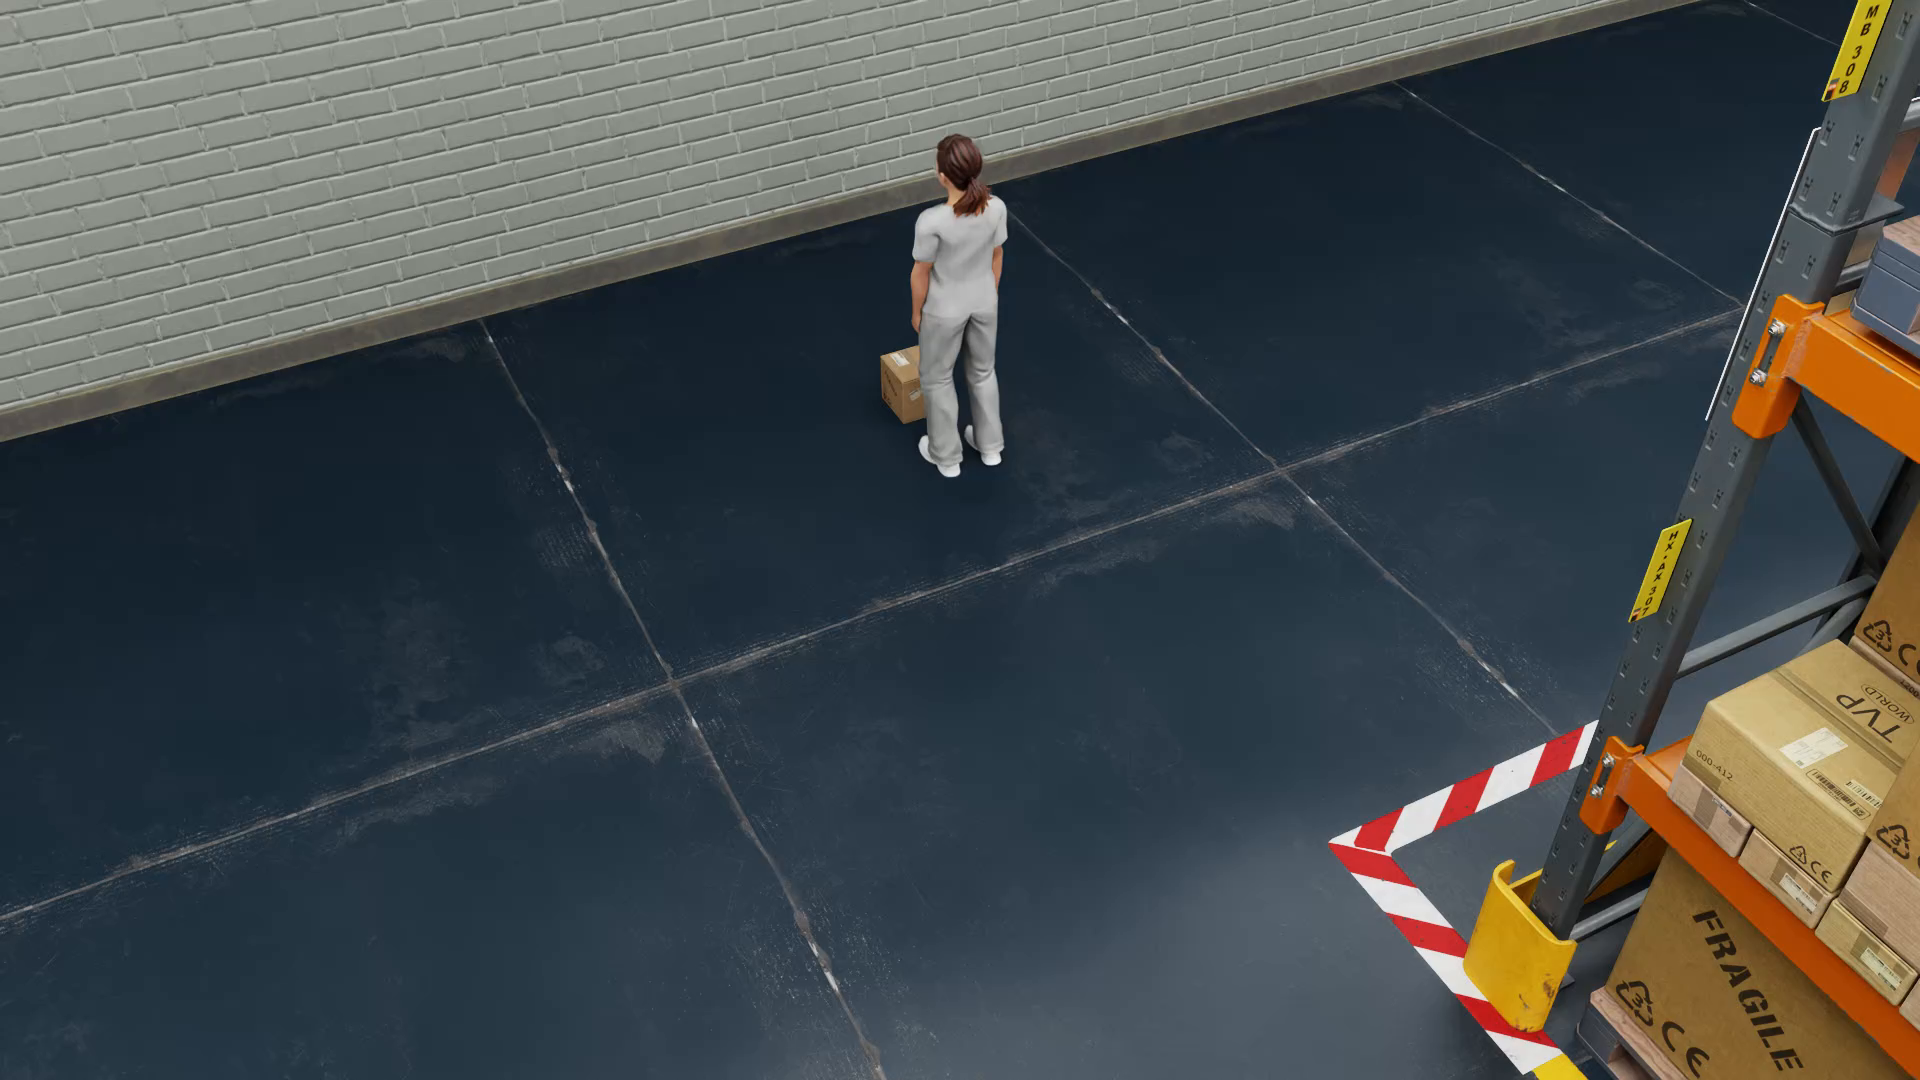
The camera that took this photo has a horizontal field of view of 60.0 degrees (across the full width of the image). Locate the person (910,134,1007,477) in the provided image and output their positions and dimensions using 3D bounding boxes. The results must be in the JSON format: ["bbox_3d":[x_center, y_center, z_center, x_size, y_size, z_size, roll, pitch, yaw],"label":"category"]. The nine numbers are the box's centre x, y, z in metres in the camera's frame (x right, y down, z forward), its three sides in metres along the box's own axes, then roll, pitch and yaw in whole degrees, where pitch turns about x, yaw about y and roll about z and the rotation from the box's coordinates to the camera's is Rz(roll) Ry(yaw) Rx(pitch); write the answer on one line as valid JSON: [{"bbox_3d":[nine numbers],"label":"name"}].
[{"bbox_3d":[-0.007,-1.006,7.309,0.438,1.676,0.363,-18,44,-19],"label":"person"}]
